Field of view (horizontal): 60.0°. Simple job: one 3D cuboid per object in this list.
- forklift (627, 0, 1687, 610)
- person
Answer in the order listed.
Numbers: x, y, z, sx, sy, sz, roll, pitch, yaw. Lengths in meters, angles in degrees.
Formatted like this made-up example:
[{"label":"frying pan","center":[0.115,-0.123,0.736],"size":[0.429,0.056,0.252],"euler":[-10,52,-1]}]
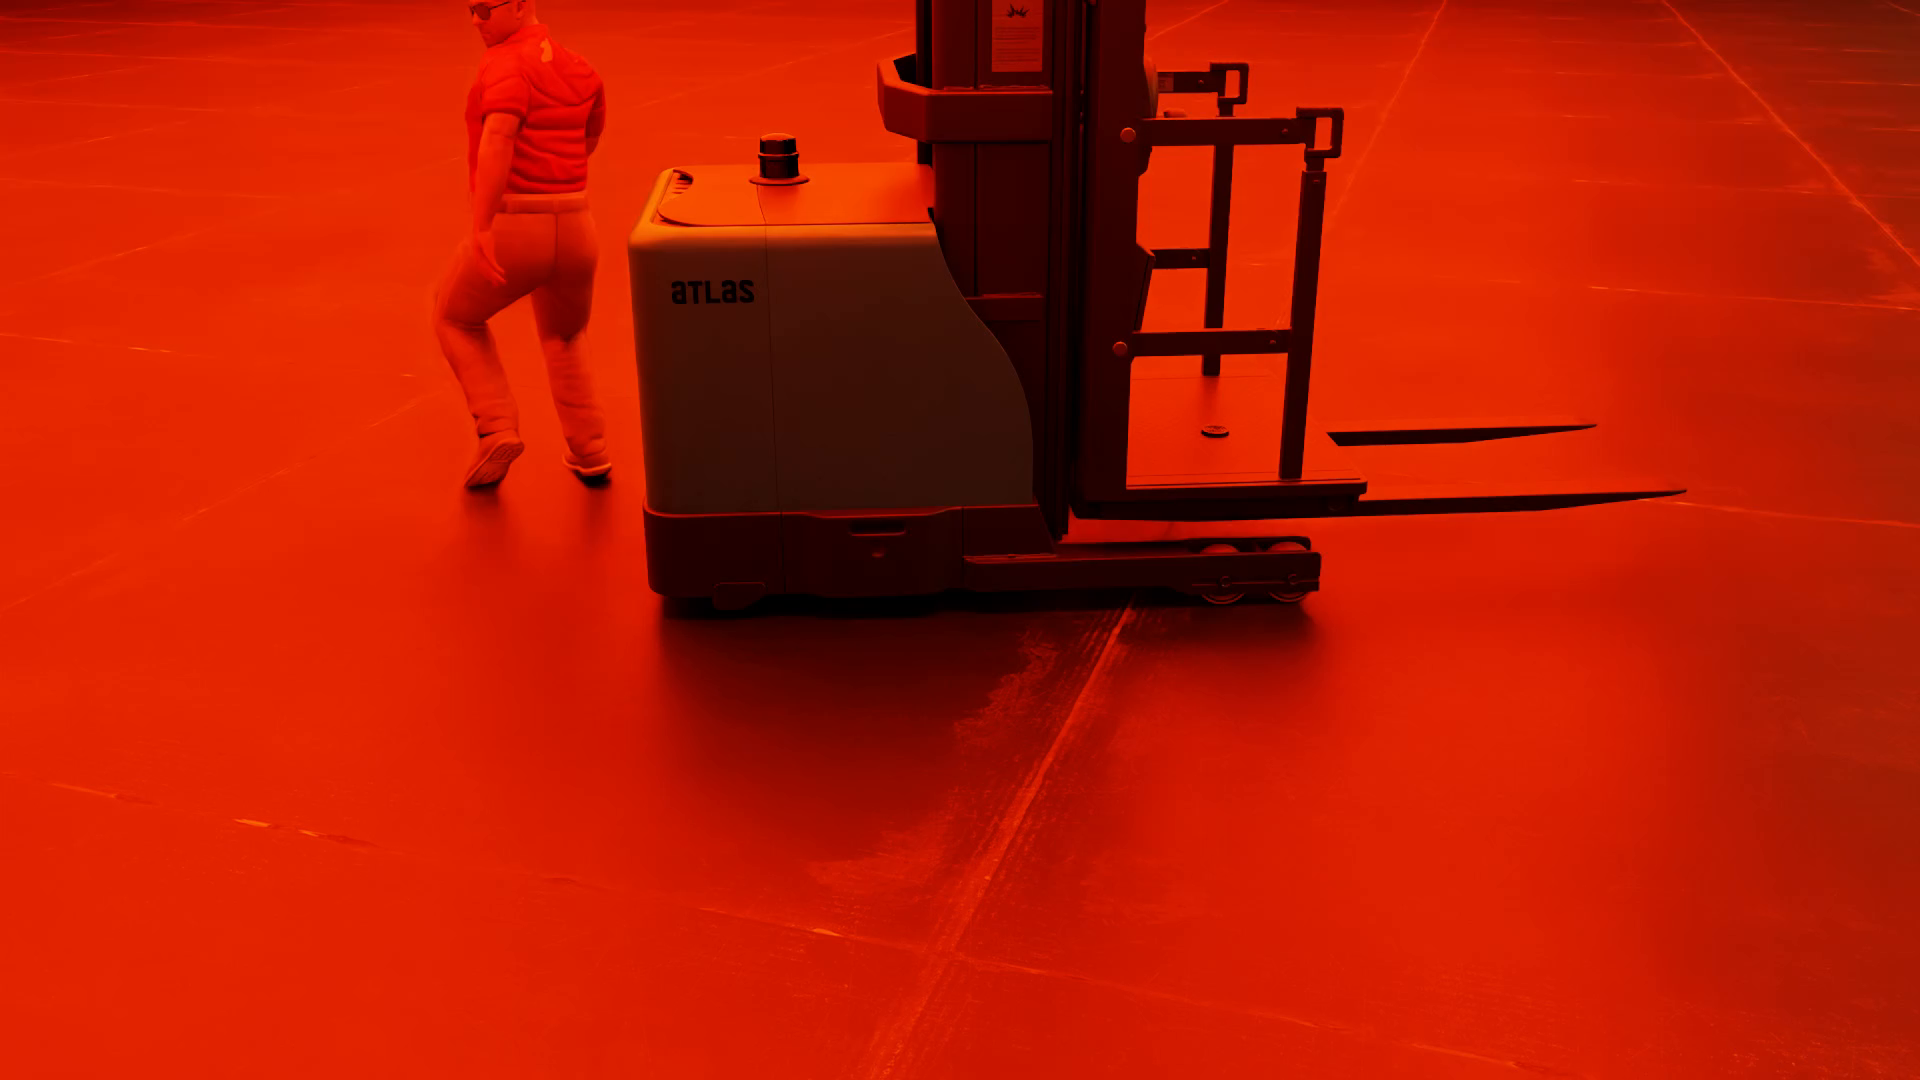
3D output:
[{"label":"forklift","center":[0.606,-1.374,4.608],"size":[3.031,2.935,1.130],"euler":[-2,23,-4]},{"label":"person","center":[-1.388,-0.958,5.334],"size":[0.731,1.692,0.723],"euler":[20,30,40]}]
